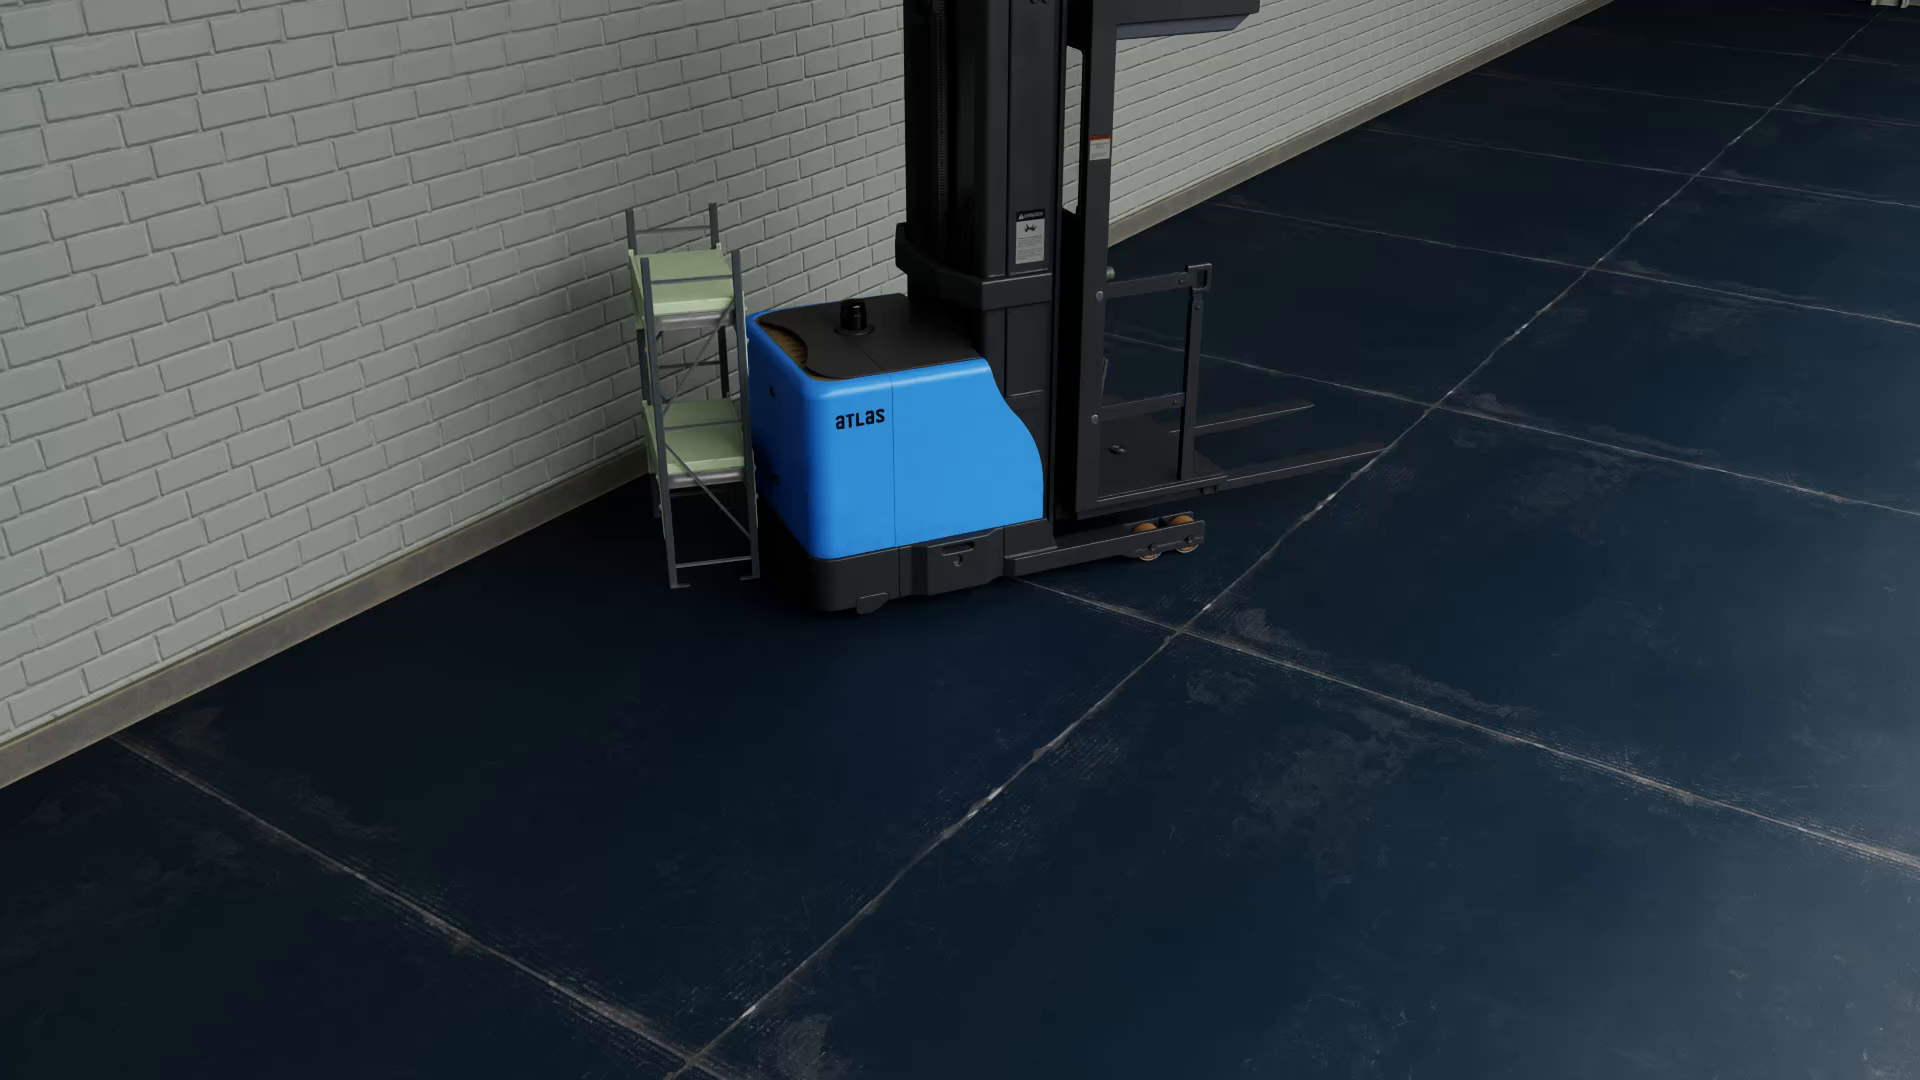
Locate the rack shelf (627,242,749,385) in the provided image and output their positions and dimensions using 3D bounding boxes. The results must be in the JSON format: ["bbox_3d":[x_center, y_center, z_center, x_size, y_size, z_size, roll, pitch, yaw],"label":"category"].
[{"bbox_3d":[-1.180,-0.989,7.179,0.431,0.370,0.720,-7,28,-13],"label":"rack shelf"}]

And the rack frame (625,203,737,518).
[{"bbox_3d":[-1.273,-0.801,7.671,0.400,1.500,0.023,-7,28,-13],"label":"rack frame"}]

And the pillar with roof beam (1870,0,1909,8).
[{"bbox_3d":[9.351,-9.190,15.888,0.400,9.000,9.100,17,32,30],"label":"pillar with roof beam"}]

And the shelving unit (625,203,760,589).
[{"bbox_3d":[-1.180,-0.641,7.356,0.431,1.500,0.755,-7,28,-13],"label":"shelving unit"}]

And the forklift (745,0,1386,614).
[{"bbox_3d":[0.570,-1.420,7.308,3.031,2.935,1.130,-11,29,-21],"label":"forklift"}]

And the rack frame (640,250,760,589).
[{"bbox_3d":[-1.086,-0.480,7.040,0.400,1.500,0.023,-7,28,-13],"label":"rack frame"}]

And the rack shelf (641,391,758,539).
[{"bbox_3d":[-1.180,-0.350,7.503,0.431,0.370,0.720,-7,28,-13],"label":"rack shelf"}]
